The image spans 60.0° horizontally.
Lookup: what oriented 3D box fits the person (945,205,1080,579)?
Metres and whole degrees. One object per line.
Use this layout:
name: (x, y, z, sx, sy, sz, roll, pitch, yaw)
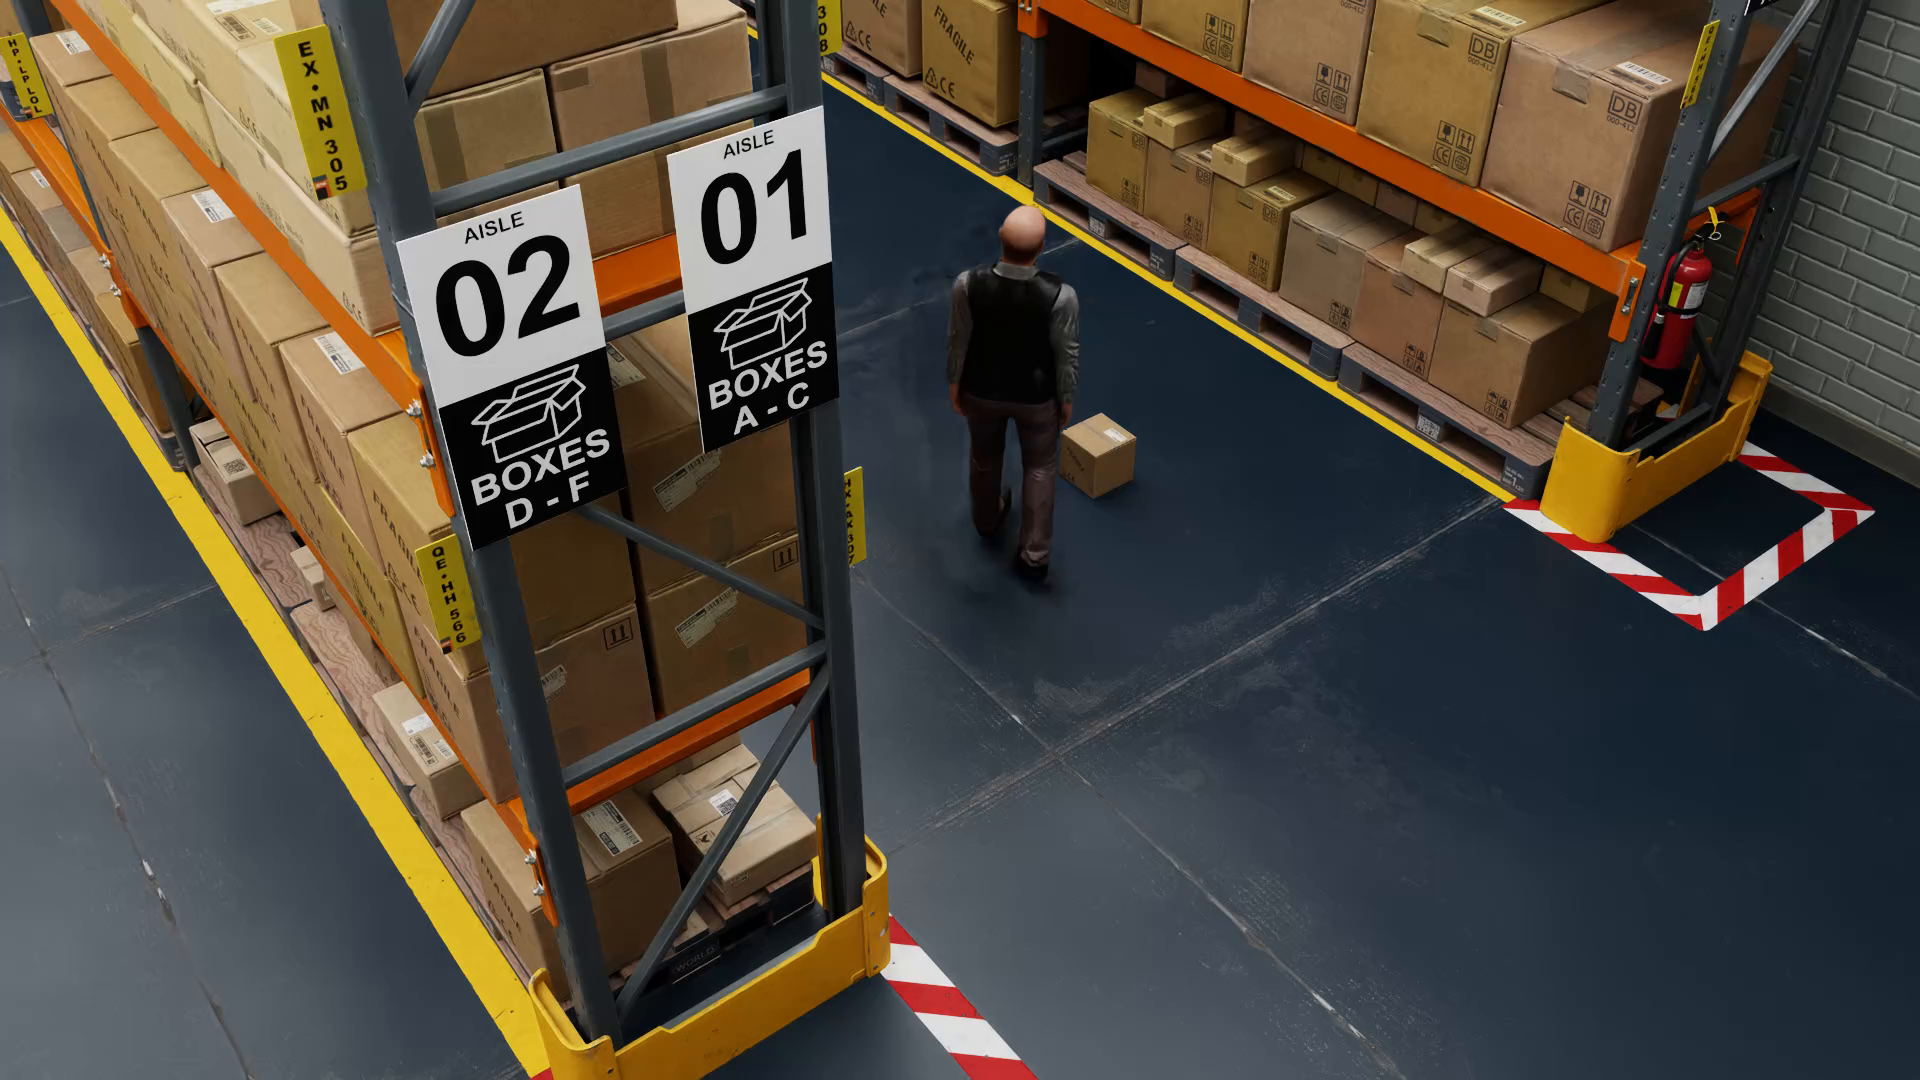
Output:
person: (0.220, -0.639, 6.935, 0.558, 1.724, 0.624, 7, 41, 8)
